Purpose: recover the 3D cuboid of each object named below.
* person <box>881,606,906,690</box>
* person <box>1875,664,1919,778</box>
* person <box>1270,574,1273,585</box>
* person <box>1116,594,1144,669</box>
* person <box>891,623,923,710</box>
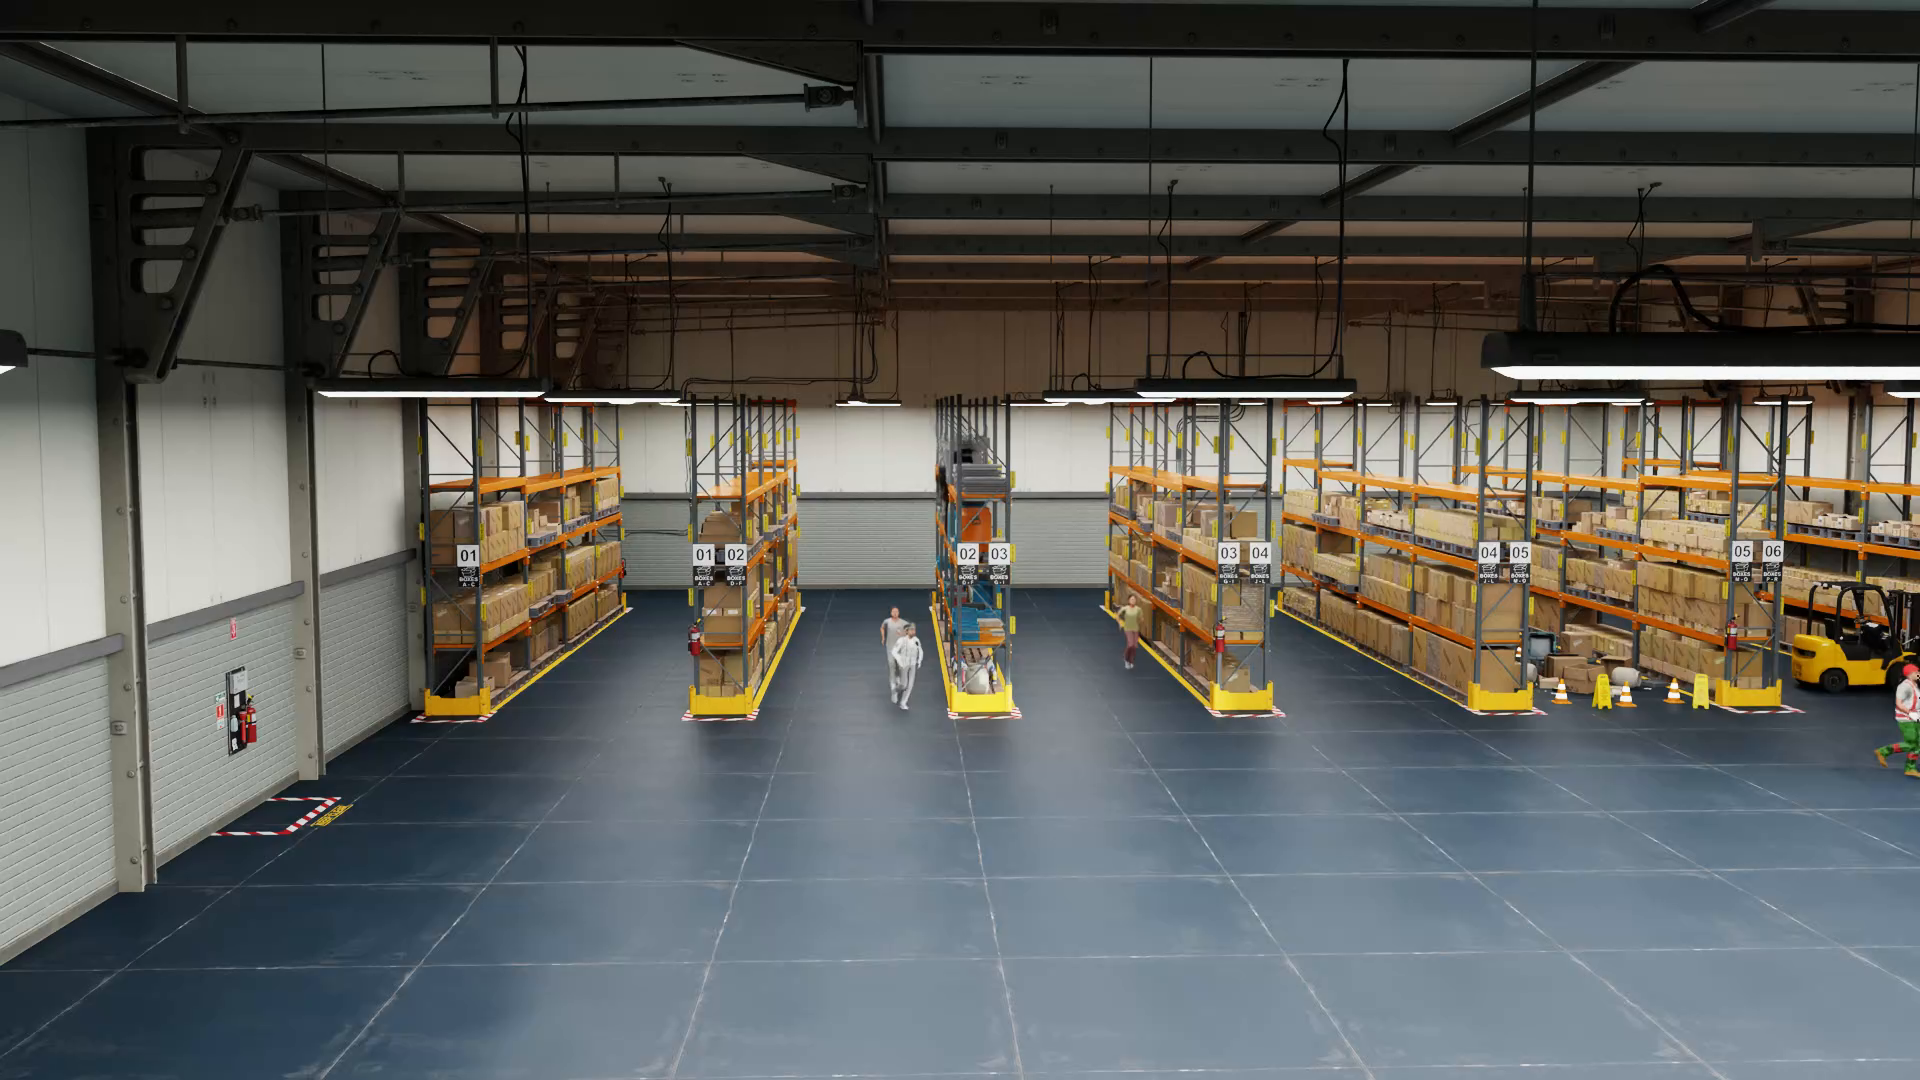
[{"bbox_3d":[-1.334,2.182,34.055,0.557,1.674,0.947,0,5,-5],"label":"person"},{"bbox_3d":[14.773,2.809,26.026,0.700,1.764,0.657,4,6,41],"label":"person"},{"bbox_3d":[8.123,1.359,44.891,0.658,1.698,0.633,0,4,0],"label":"person"},{"bbox_3d":[3.769,2.012,36.520,0.554,1.642,0.645,-1,5,-13],"label":"person"},{"bbox_3d":[-0.991,2.391,31.862,0.632,1.641,0.574,-2,5,-26],"label":"person"}]
